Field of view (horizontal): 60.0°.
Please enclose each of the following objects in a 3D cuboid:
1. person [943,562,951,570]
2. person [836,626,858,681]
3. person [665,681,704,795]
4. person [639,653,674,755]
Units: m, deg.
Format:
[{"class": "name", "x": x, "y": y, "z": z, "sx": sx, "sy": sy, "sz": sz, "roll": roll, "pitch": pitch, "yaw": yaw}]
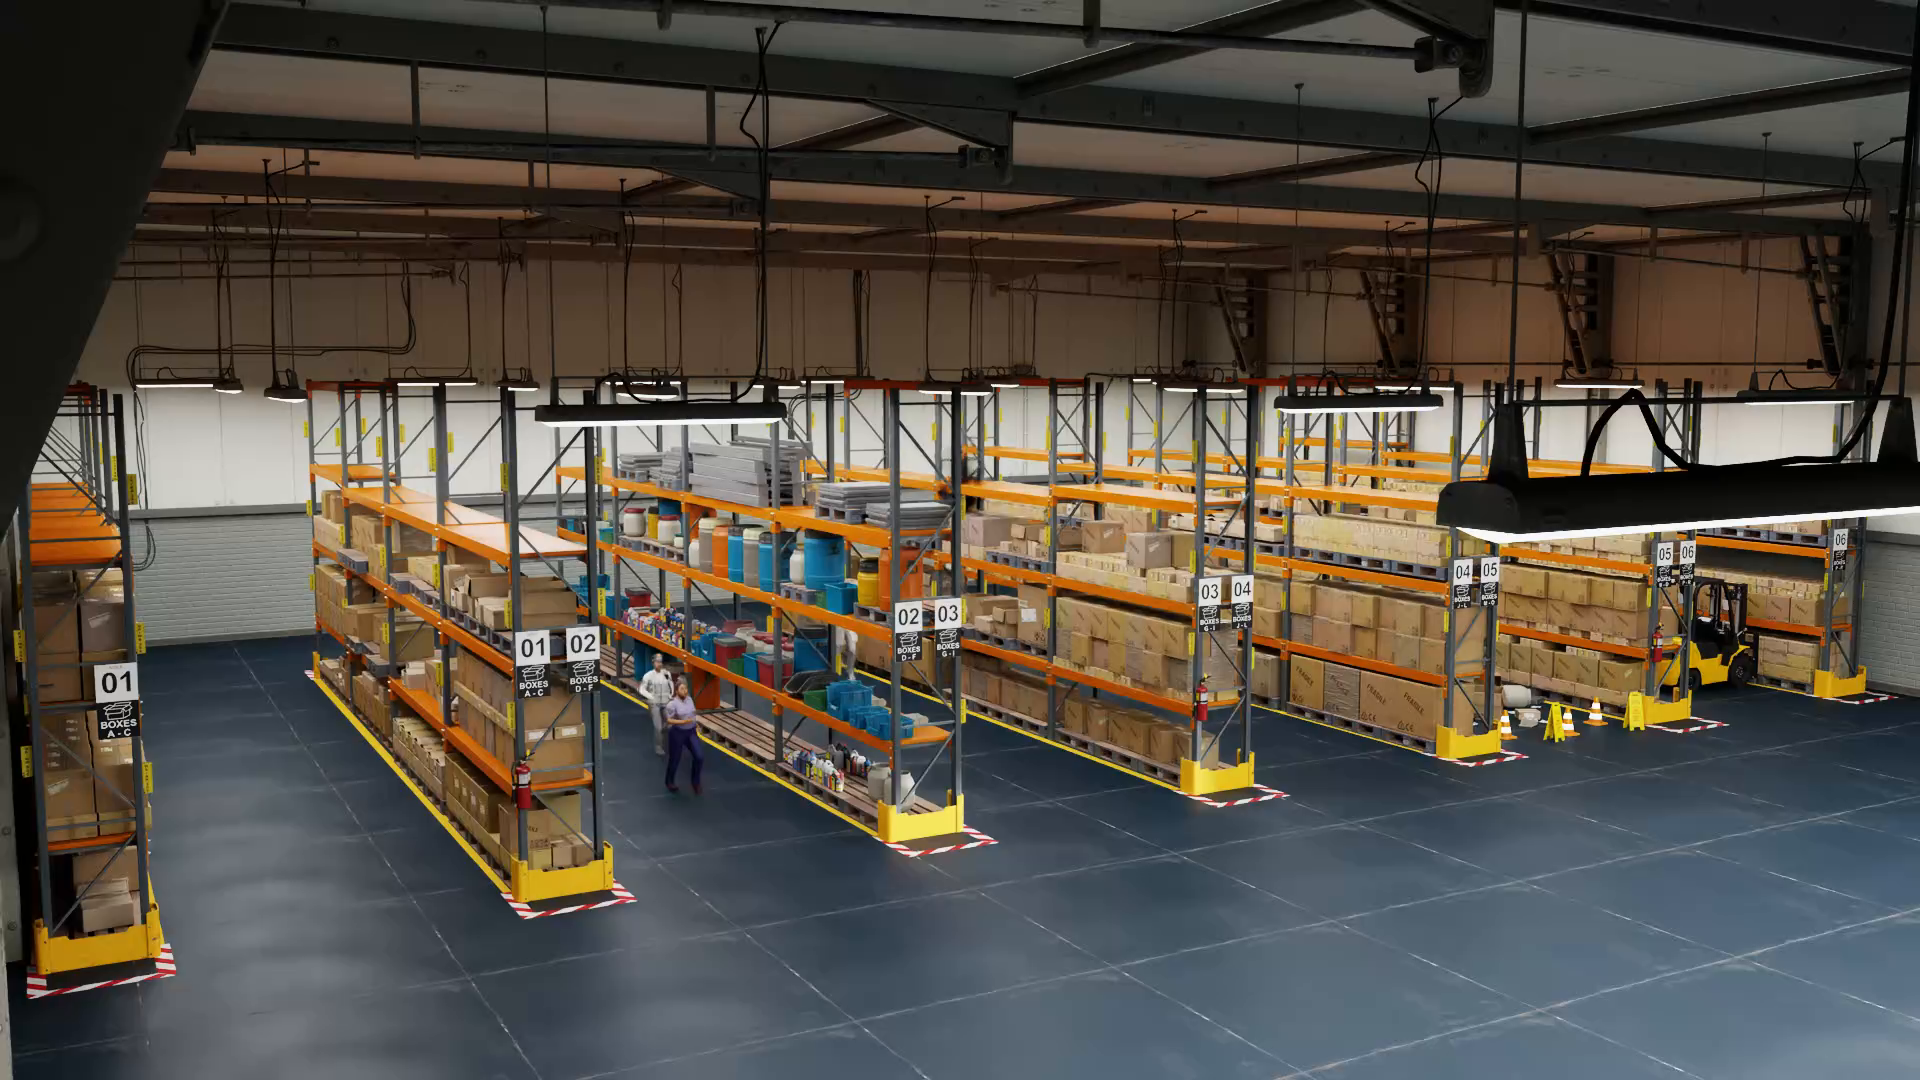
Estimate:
[{"class": "person", "x": -0.416, "y": 1.123, "z": 41.752, "sx": 0.575, "sy": 1.544, "sz": 0.620, "roll": 4, "pitch": 7, "yaw": 35}, {"class": "person", "x": -2.195, "y": 1.810, "z": 31.905, "sx": 0.740, "sy": 1.910, "sz": 0.793, "roll": -3, "pitch": 7, "yaw": -26}, {"class": "person", "x": -4.066, "y": 2.924, "z": 24.477, "sx": 0.598, "sy": 1.703, "sz": 0.732, "roll": -5, "pitch": 8, "yaw": -37}, {"class": "person", "x": -4.875, "y": 2.647, "z": 26.941, "sx": 0.610, "sy": 1.648, "sz": 0.551, "roll": -3, "pitch": 7, "yaw": -30}]
